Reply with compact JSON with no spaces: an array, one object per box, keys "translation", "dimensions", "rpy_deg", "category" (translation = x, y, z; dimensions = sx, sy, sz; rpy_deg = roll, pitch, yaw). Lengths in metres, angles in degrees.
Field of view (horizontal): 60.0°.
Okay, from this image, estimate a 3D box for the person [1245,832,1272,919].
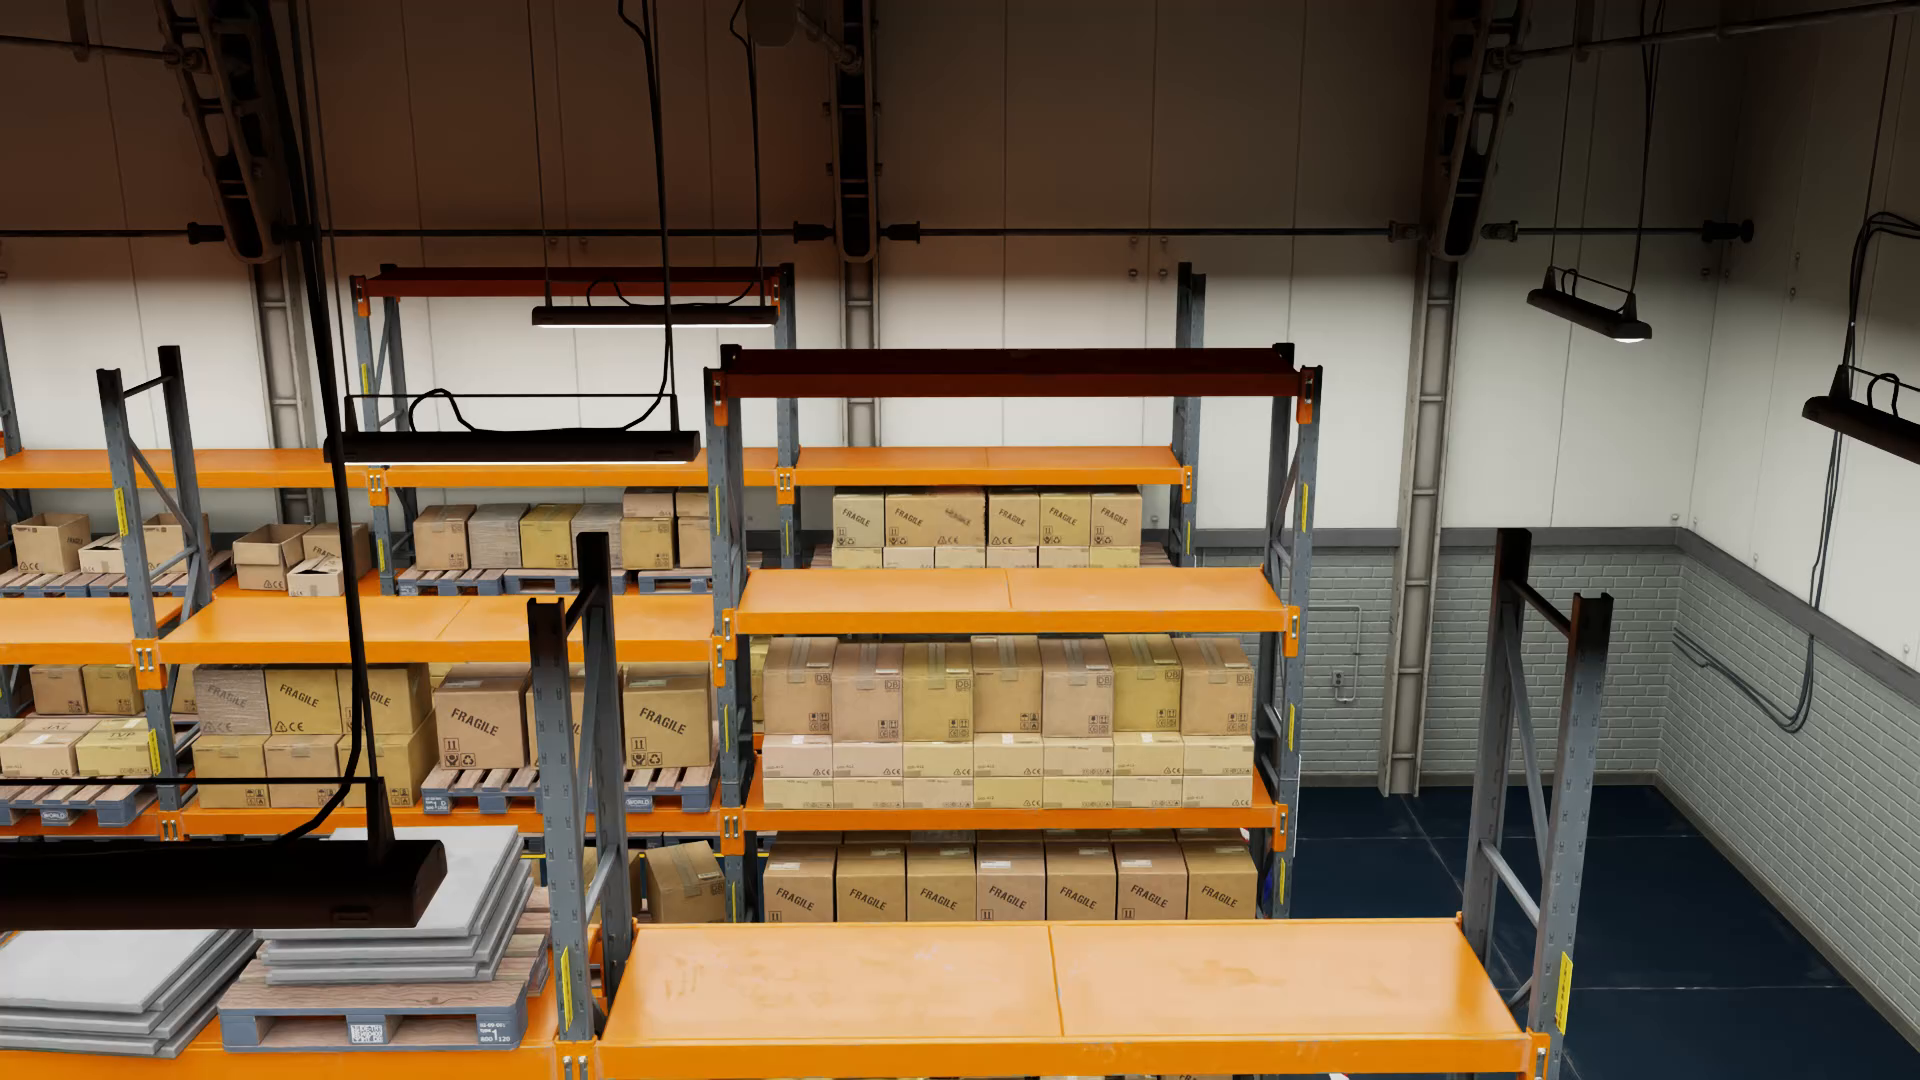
[{"translation":[2.526,3.268,14.461],"dimensions":[0.676,1.631,0.549],"rpy_deg":[2,16,6],"category":"person"}]
